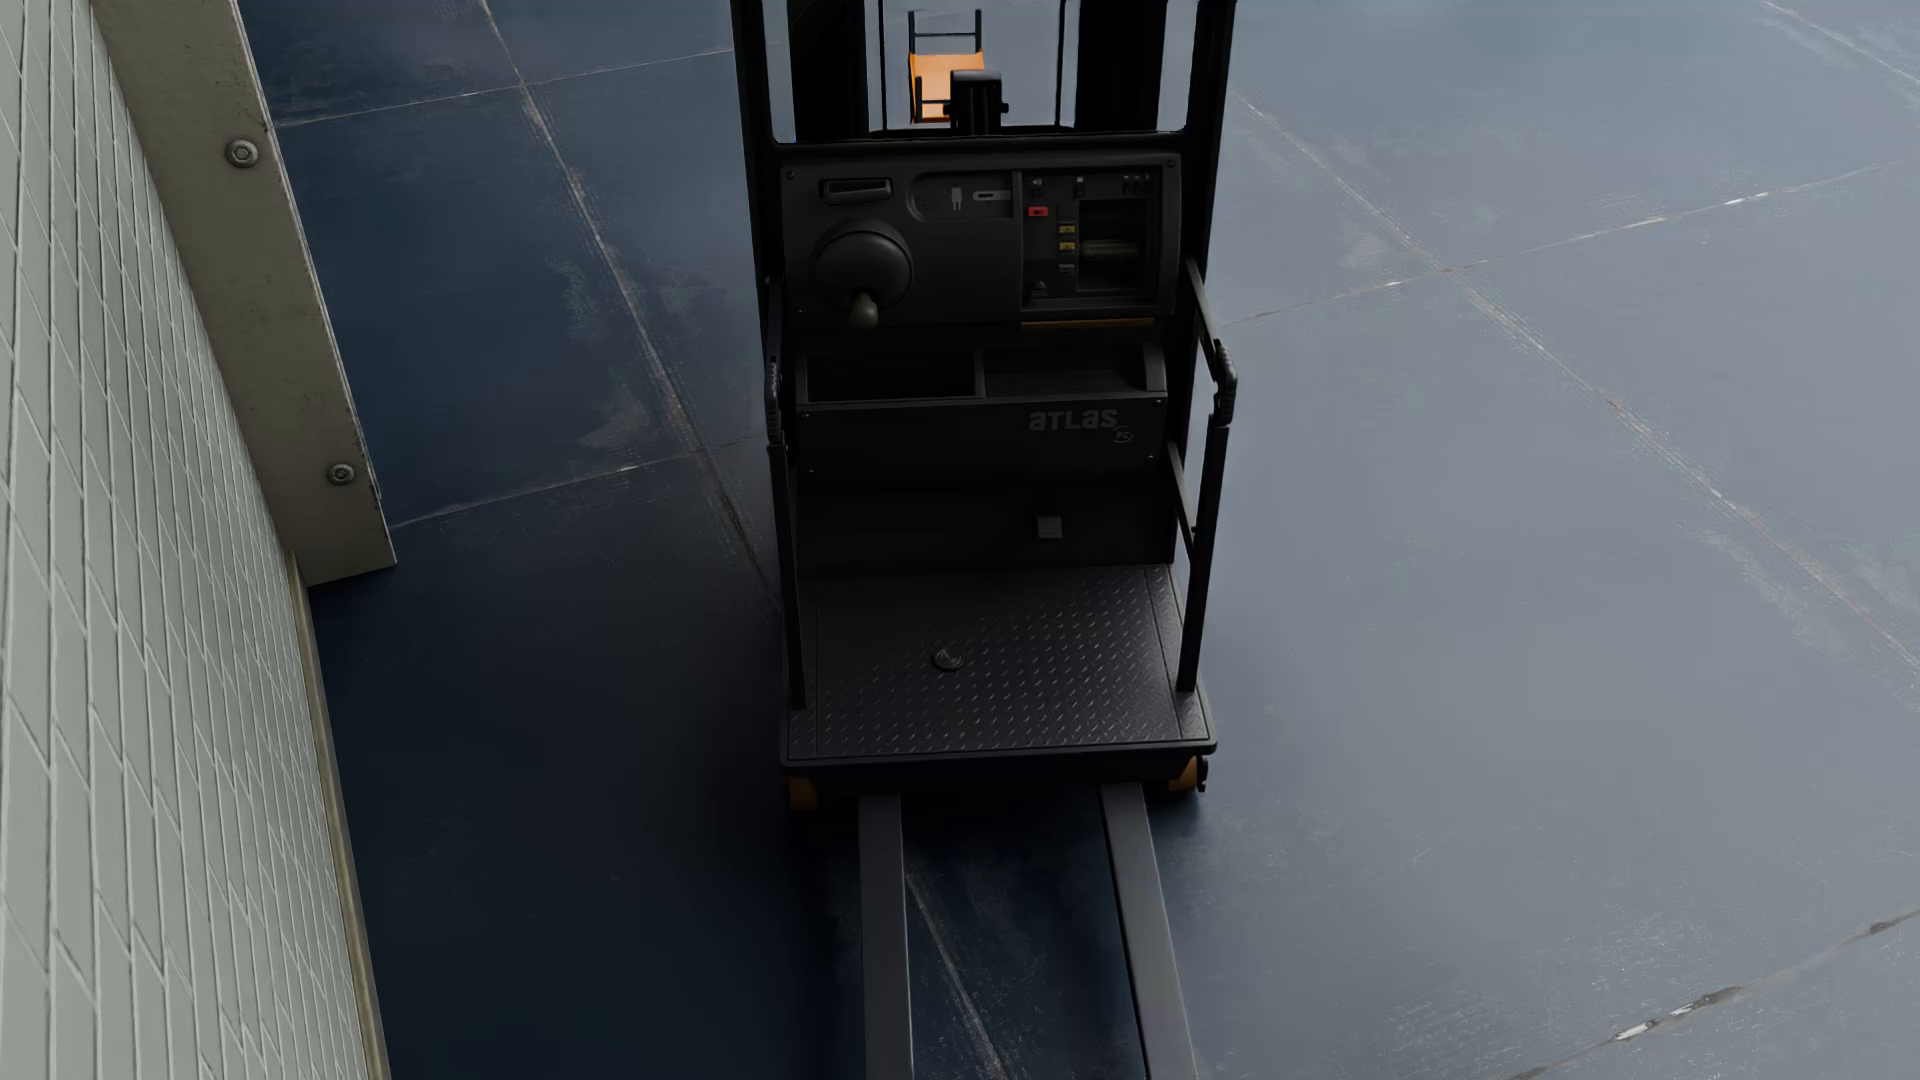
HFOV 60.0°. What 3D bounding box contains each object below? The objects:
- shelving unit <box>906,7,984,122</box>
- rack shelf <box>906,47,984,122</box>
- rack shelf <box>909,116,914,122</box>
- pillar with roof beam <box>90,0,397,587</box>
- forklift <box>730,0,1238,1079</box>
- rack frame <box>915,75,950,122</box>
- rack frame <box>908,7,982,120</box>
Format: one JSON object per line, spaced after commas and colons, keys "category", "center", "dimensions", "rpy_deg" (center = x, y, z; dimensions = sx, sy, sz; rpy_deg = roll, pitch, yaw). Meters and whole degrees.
{"category": "shelving unit", "center": [-0.033, -1.118, 5.630], "dimensions": [0.258, 1.200, 0.503], "rpy_deg": [-2, 41, -3]}
{"category": "rack shelf", "center": [-0.033, -1.416, 5.374], "dimensions": [0.258, 0.148, 0.480], "rpy_deg": [-2, 41, -3]}
{"category": "rack shelf", "center": [-0.033, -1.237, 5.528], "dimensions": [0.258, 0.148, 0.480], "rpy_deg": [-2, 41, -3]}
{"category": "pillar with roof beam", "center": [2.011, -4.492, 3.572], "dimensions": [9.100, 9.000, 0.400], "rpy_deg": [-15, 43, -17]}
{"category": "forklift", "center": [0.069, -0.620, 3.723], "dimensions": [1.130, 2.935, 3.031], "rpy_deg": [-2, 41, -3]}
{"category": "rack frame", "center": [-0.017, -0.960, 5.446], "dimensions": [0.240, 1.200, 0.015], "rpy_deg": [-2, 41, -3]}
{"category": "rack frame", "center": [-0.050, -1.277, 5.815], "dimensions": [0.240, 1.200, 0.015], "rpy_deg": [-2, 41, -3]}
